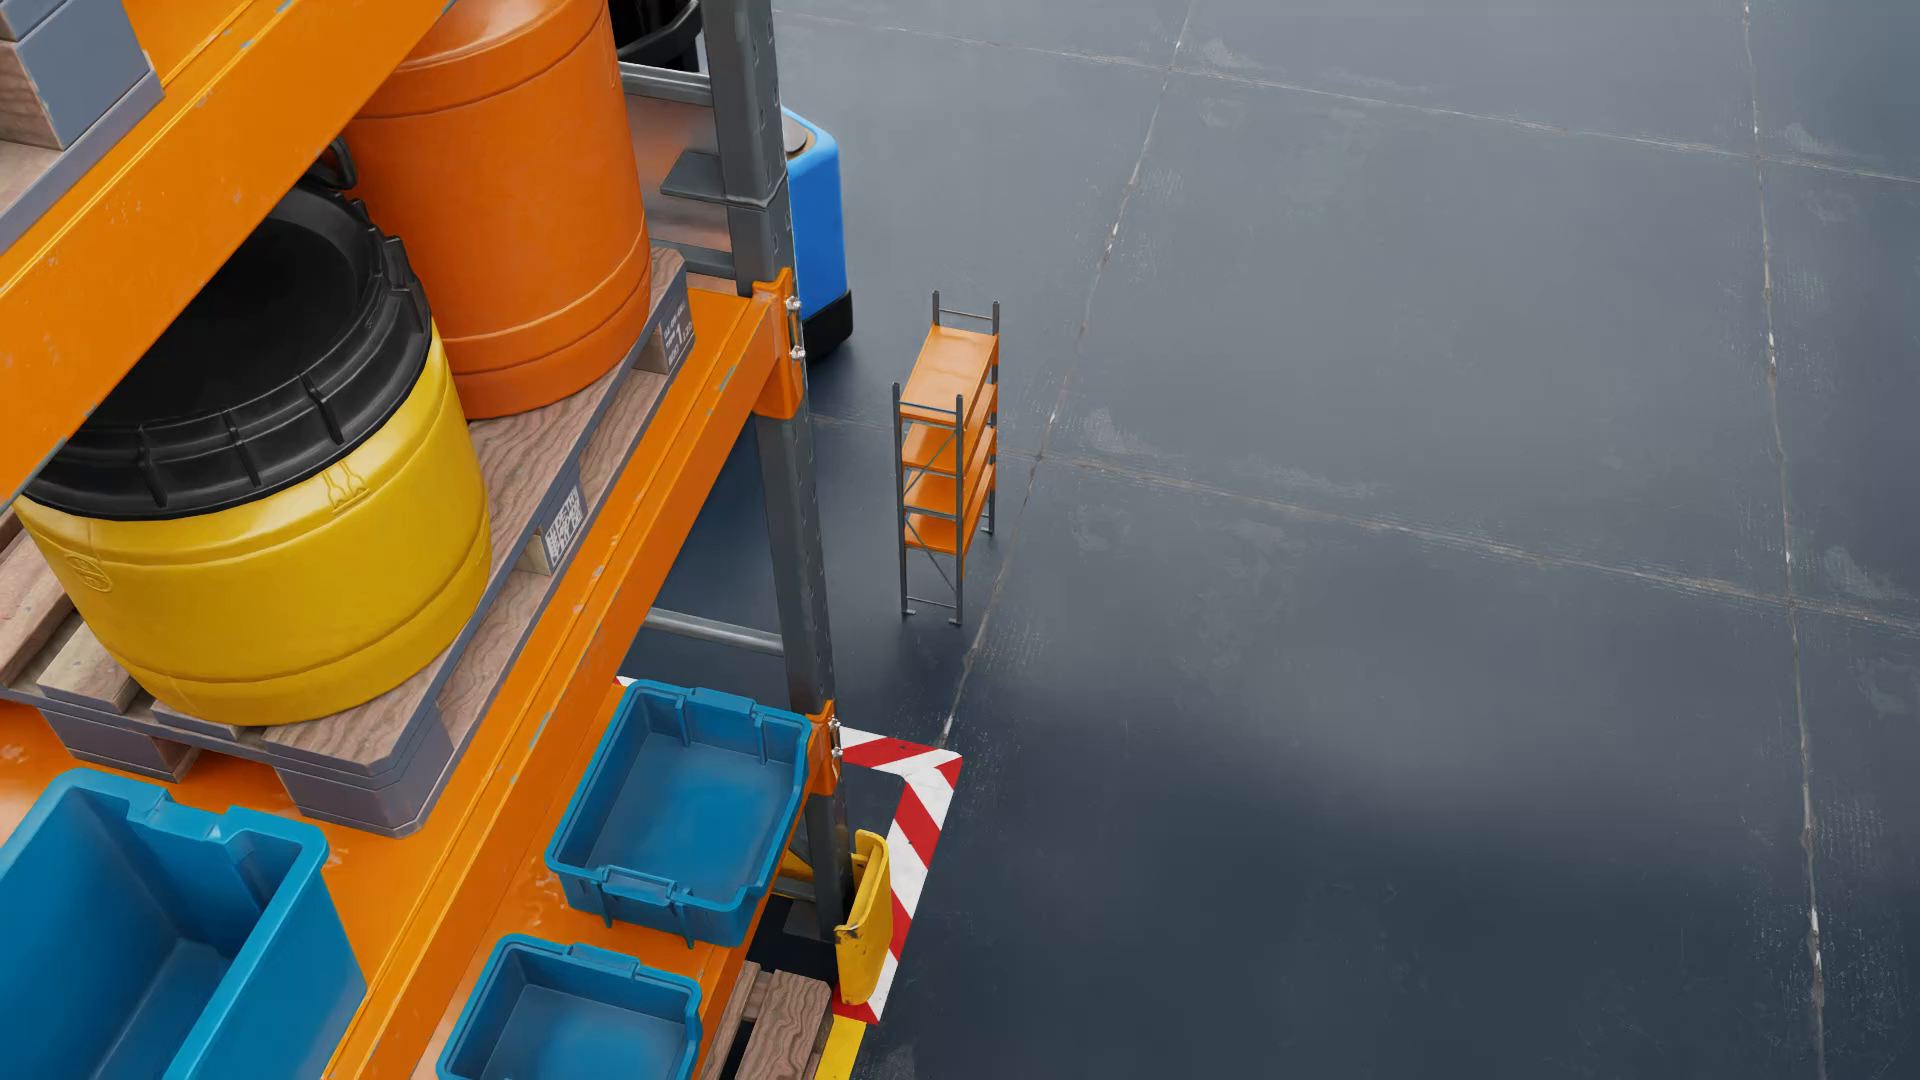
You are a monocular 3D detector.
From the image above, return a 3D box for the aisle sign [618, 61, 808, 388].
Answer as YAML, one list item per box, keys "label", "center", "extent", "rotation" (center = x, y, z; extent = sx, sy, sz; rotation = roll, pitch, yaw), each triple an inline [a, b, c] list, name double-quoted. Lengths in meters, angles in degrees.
- label: "aisle sign"
  center: [-0.535, -0.642, 3.501]
  extent: [0.394, 0.787, 0.004]
  rotation: [12, 50, 10]

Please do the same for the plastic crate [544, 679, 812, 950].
- label: "plastic crate"
  center: [-0.684, 0.682, 4.165]
  extent: [0.499, 0.251, 0.616]
  rotation: [12, 50, 10]

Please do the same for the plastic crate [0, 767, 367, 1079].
- label: "plastic crate"
  center: [-1.052, 0.663, 2.093]
  extent: [0.392, 0.384, 0.575]
  rotation: [12, 50, 10]

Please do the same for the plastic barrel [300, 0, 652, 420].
- label: "plastic barrel"
  center: [-0.846, -0.685, 2.706]
  extent: [0.600, 0.830, 0.708]
  rotation: [12, 50, 10]

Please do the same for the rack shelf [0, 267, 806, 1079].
- label: "rack shelf"
  center: [-1.367, 0.904, 2.349]
  extent: [1.077, 0.370, 4.000]
  rotation: [12, 50, 10]

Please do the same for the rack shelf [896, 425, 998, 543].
- label: "rack shelf"
  center: [-0.044, -0.233, 6.164]
  extent: [0.258, 0.148, 0.480]
  rotation: [12, 50, 10]

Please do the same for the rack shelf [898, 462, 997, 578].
- label: "rack shelf"
  center: [-0.044, -0.101, 6.313]
  extent: [0.258, 0.148, 0.480]
  rotation: [12, 50, 10]

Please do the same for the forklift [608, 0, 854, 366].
- label: "forklift"
  center: [-1.883, -2.374, 6.809]
  extent: [3.031, 2.935, 1.130]
  rotation: [36, 58, 27]

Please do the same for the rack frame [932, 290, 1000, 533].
- label: "rack frame"
  center: [0.021, -0.454, 6.269]
  extent: [0.240, 1.200, 0.015]
  rotation: [12, 50, 10]

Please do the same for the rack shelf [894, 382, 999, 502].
- label: "rack shelf"
  center: [-0.044, -0.381, 5.996]
  extent: [0.258, 0.148, 0.480]
  rotation: [12, 50, 10]

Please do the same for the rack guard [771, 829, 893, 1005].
- label: "rack guard"
  center: [-0.815, 1.103, 5.362]
  extent: [1.175, 0.500, 0.348]
  rotation: [12, 50, 10]

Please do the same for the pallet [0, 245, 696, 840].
- label: "pallet"
  center: [-1.153, -0.139, 2.916]
  extent: [1.003, 0.211, 1.213]
  rotation: [12, 50, 10]

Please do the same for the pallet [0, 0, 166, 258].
- label: "pallet"
  center: [-1.384, -0.172, 1.211]
  extent: [1.003, 0.211, 1.213]
  rotation: [12, 50, 10]

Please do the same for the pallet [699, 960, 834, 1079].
- label: "pallet"
  center: [-1.034, 1.786, 4.952]
  extent: [1.003, 0.211, 1.213]
  rotation: [12, 50, 10]

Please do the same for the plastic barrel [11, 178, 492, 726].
- label: "plastic barrel"
  center: [-1.018, -0.132, 2.379]
  extent: [0.600, 0.588, 0.600]
  rotation: [0, 49, 0]

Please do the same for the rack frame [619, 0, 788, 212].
- label: "rack frame"
  center: [-0.841, -1.773, 2.232]
  extent: [1.000, 3.000, 0.127]
  rotation: [12, 50, 10]

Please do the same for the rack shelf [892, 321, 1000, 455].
- label: "rack shelf"
  center: [-0.044, -0.537, 5.819]
  extent: [0.258, 0.148, 0.480]
  rotation: [12, 50, 10]

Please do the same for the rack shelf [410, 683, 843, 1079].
- label: "rack shelf"
  center: [-1.367, 1.897, 3.474]
  extent: [1.077, 0.370, 4.000]
  rotation: [12, 50, 10]

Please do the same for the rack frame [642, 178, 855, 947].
- label: "rack frame"
  center: [-0.841, 0.212, 4.481]
  extent: [1.000, 3.000, 0.127]
  rotation: [12, 50, 10]

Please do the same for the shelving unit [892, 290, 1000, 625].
- label: "shelving unit"
  center: [-0.044, -0.277, 6.113]
  extent: [0.258, 1.200, 0.503]
  rotation: [12, 50, 10]

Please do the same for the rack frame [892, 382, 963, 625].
- label: "rack frame"
  center: [-0.108, -0.101, 5.958]
  extent: [0.240, 1.200, 0.015]
  rotation: [12, 50, 10]

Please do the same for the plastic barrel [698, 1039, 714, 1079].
- label: "plastic barrel"
  center: [-0.940, 1.387, 4.823]
  extent: [0.421, 0.512, 0.421]
  rotation: [0, 49, 0]

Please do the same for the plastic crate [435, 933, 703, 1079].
- label: "plastic crate"
  center: [-0.860, 1.151, 3.752]
  extent: [0.499, 0.251, 0.408]
  rotation: [12, 50, 10]
